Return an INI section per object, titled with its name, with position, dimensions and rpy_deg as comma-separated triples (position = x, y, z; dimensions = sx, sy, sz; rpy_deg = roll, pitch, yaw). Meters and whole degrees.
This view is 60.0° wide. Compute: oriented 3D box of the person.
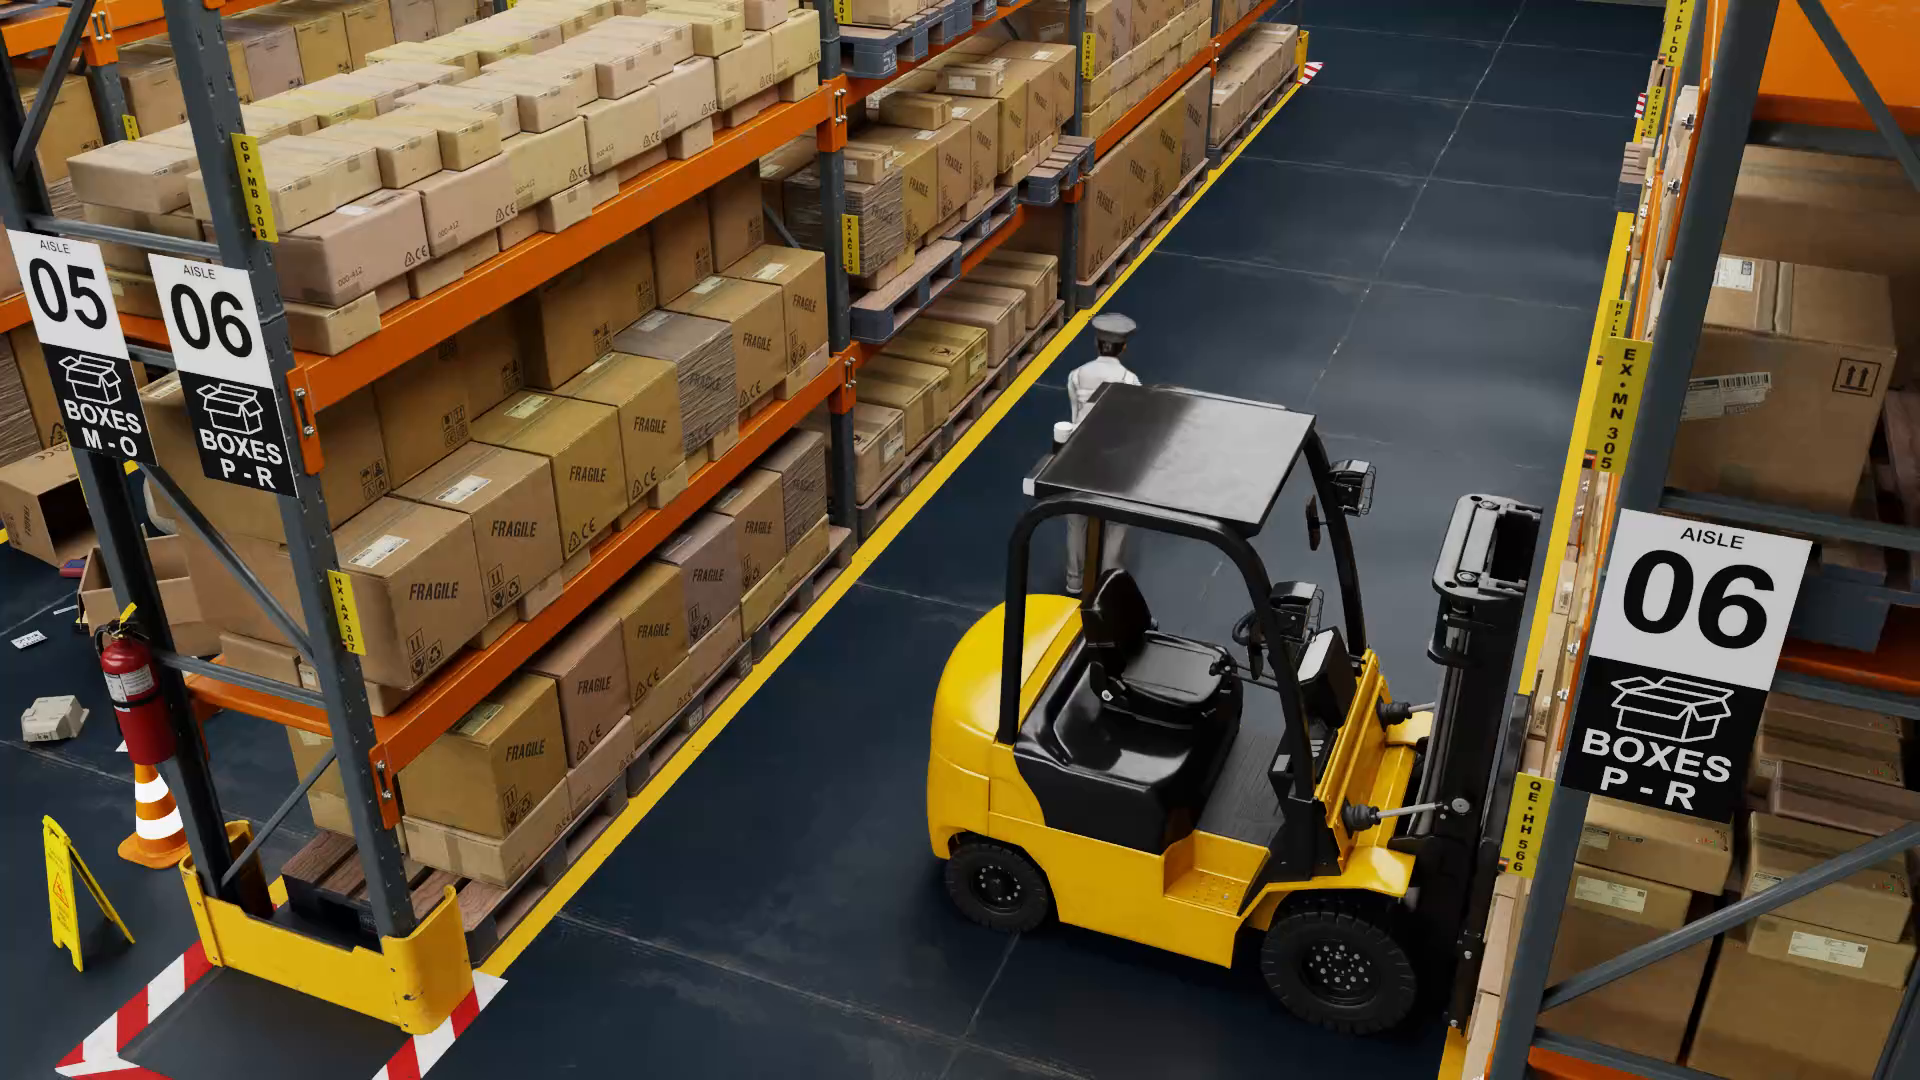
[person]
position = 0.774, -0.432, 9.213
dimensions = 0.409, 1.605, 0.570
rpy_deg = 11, 32, 18
